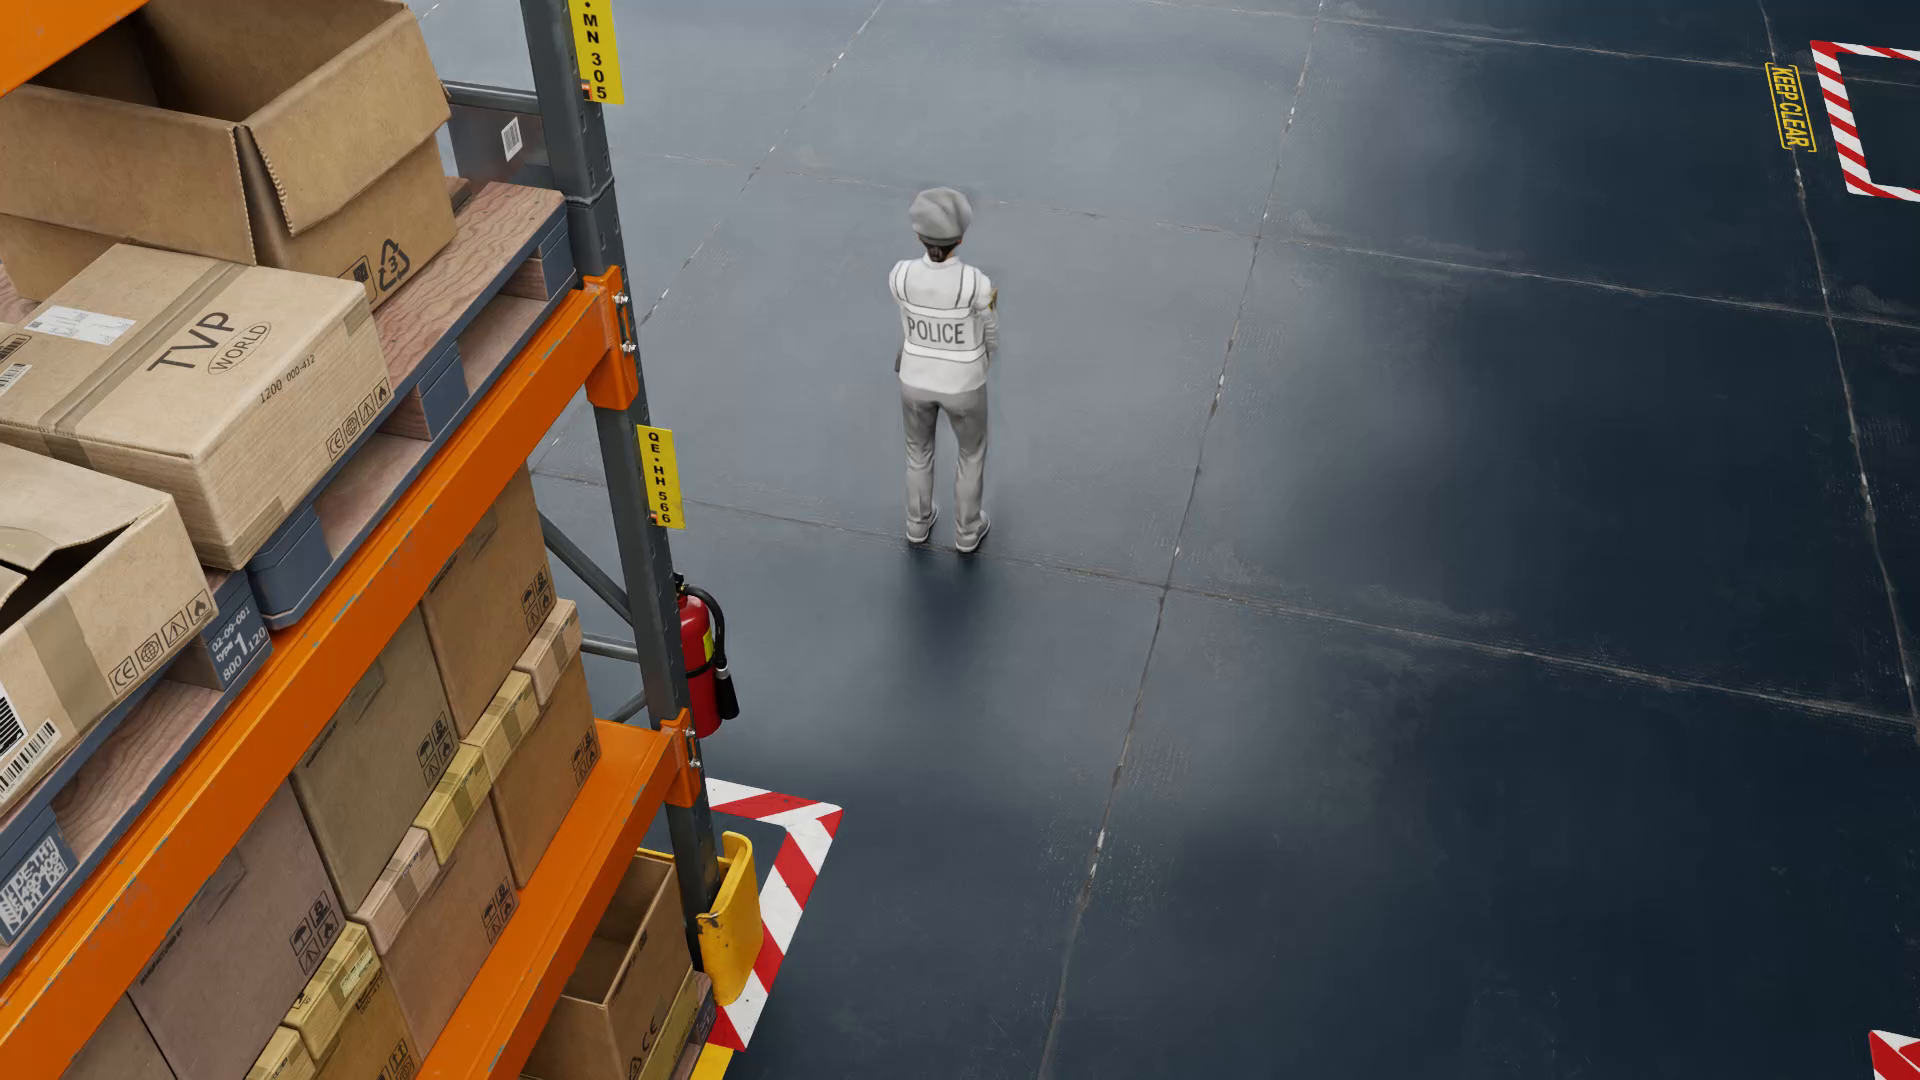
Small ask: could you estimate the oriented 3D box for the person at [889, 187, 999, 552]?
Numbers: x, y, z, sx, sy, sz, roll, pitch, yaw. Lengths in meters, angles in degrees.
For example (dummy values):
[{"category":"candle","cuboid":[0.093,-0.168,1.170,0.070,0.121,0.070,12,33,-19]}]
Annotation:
[{"category":"person","cuboid":[-0.056,-0.717,6.968,0.417,1.682,0.528,9,42,10]}]
